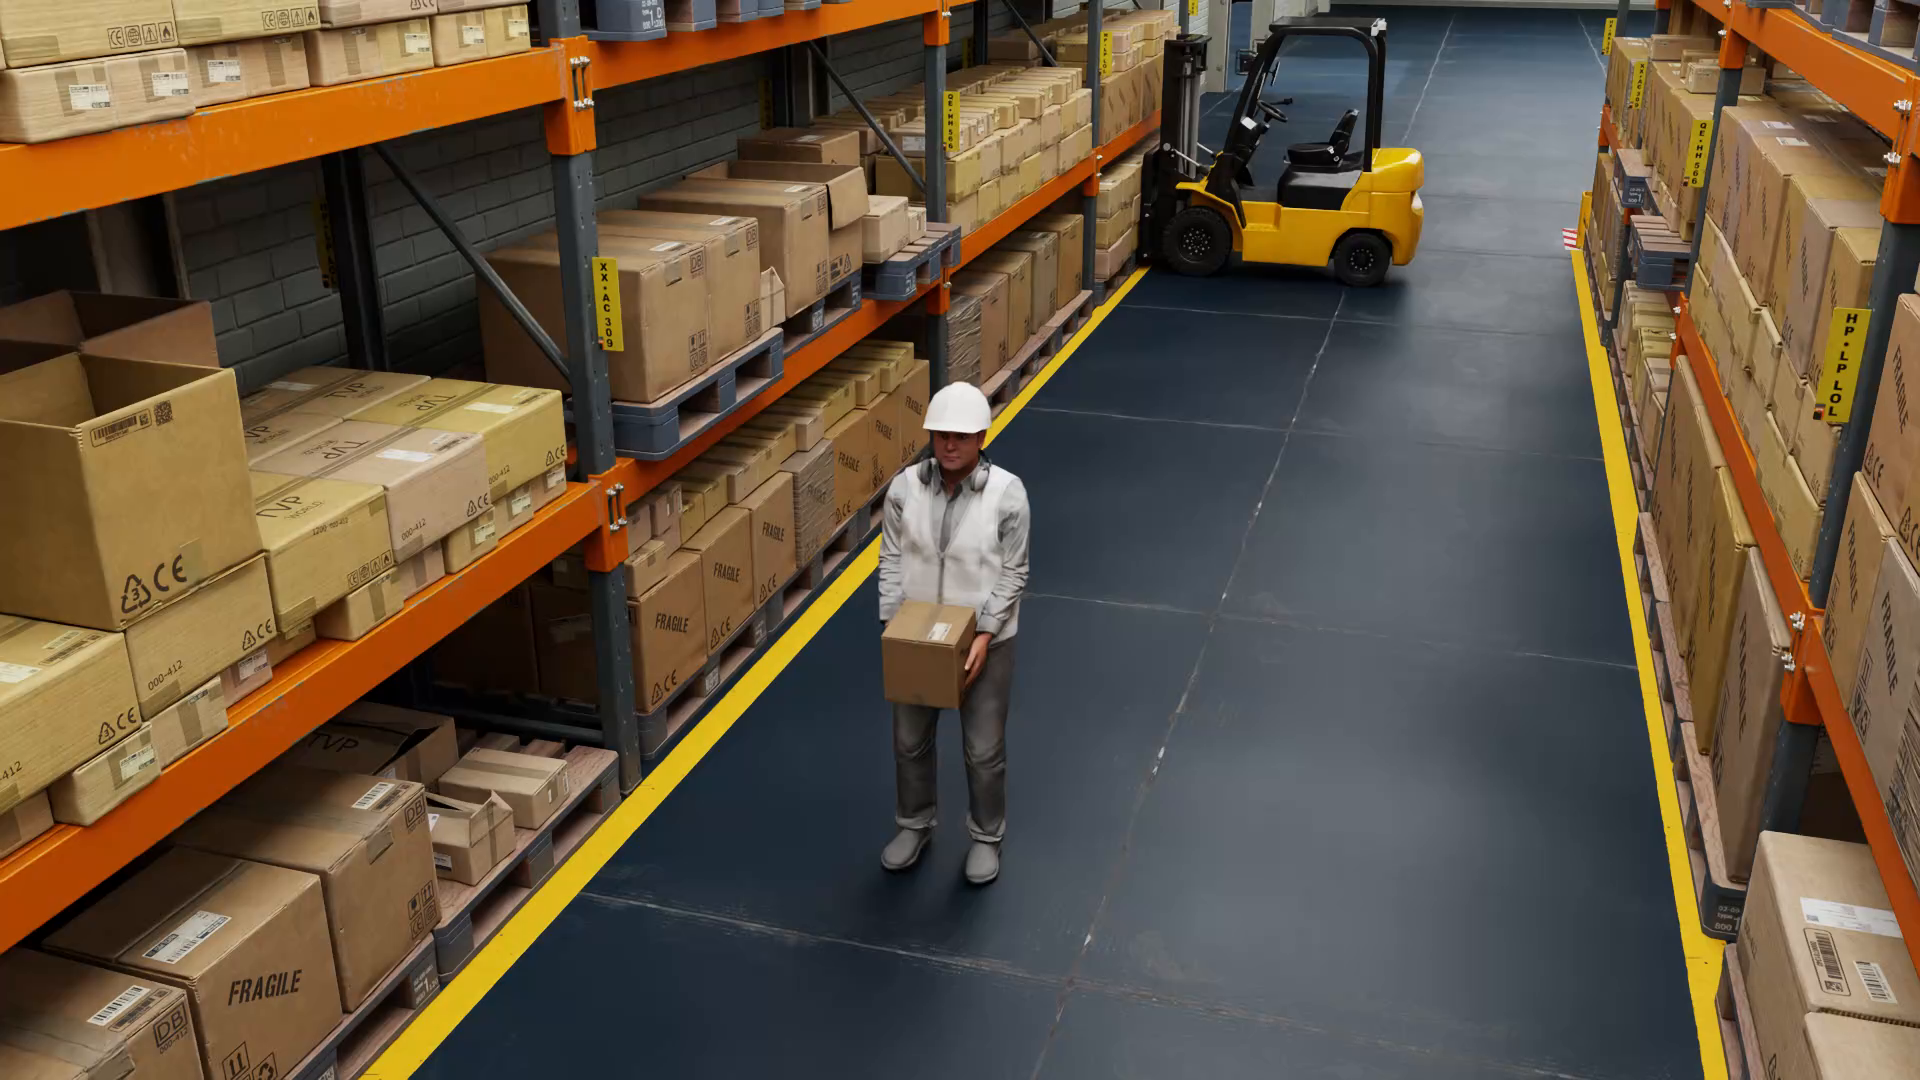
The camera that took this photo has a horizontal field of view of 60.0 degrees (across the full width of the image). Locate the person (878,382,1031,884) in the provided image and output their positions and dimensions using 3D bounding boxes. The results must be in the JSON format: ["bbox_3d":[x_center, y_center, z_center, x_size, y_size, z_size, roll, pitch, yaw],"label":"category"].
[{"bbox_3d":[-0.034,0.343,5.687,0.532,1.779,0.522,6,23,15],"label":"person"}]
